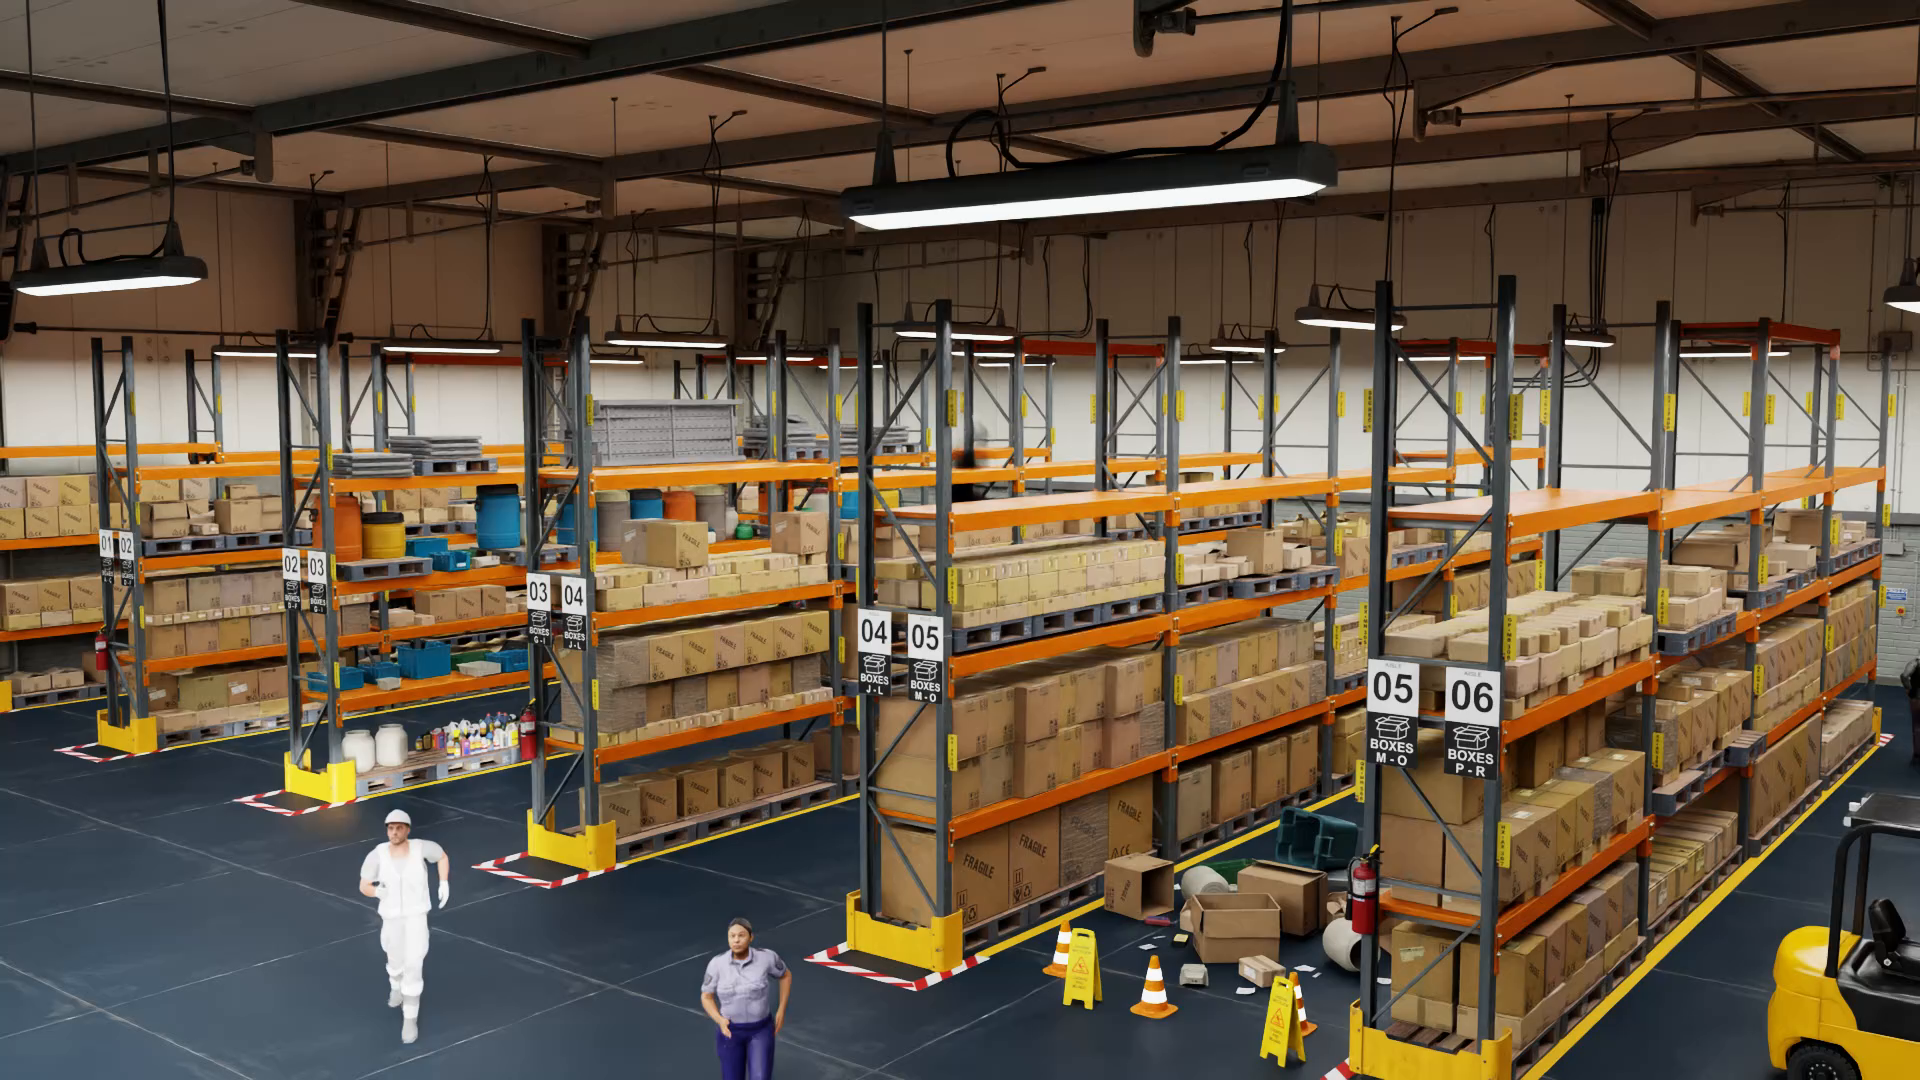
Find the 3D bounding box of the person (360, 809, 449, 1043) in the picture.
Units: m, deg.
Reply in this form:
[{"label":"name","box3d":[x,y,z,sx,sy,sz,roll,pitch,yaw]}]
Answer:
[{"label":"person","box3d":[-4.547,3.089,13.634,0.663,1.835,0.929,-1,5,-10]}]

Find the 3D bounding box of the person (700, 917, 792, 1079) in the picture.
[{"label":"person","box3d":[-1.460,3.373,11.323,0.606,1.611,0.597,0,5,-2]}]

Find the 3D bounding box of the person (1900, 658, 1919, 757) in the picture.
[{"label":"person","box3d":[13.501,2.255,23.241,0.662,1.711,0.934,3,6,29]}]

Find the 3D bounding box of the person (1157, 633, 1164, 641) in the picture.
[{"label":"person","box3d":[2.791,2.096,22.266,0.550,1.718,0.787,4,6,39]}]
